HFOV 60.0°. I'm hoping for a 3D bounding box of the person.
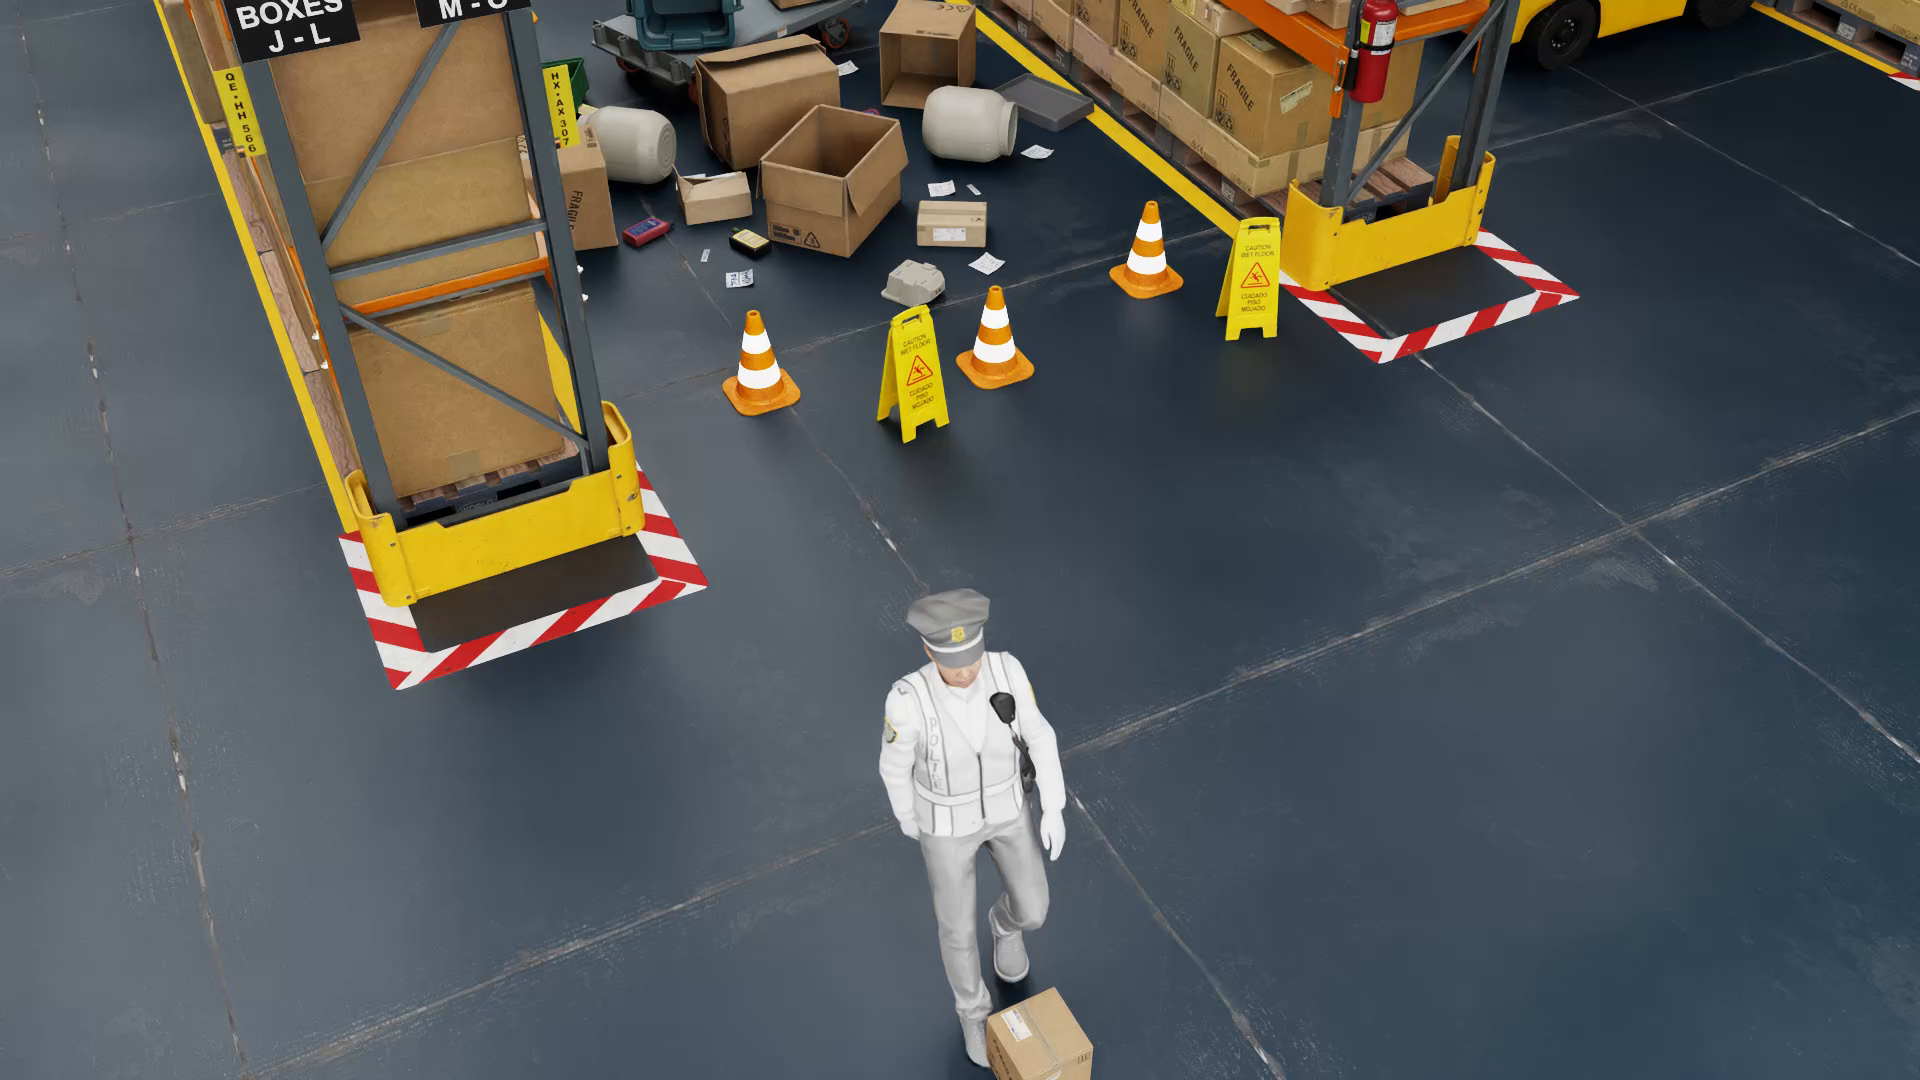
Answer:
[{"bbox_3d":[0.078,0.924,5.153,0.544,1.717,0.649,-14,43,-15],"label":"person"}]
